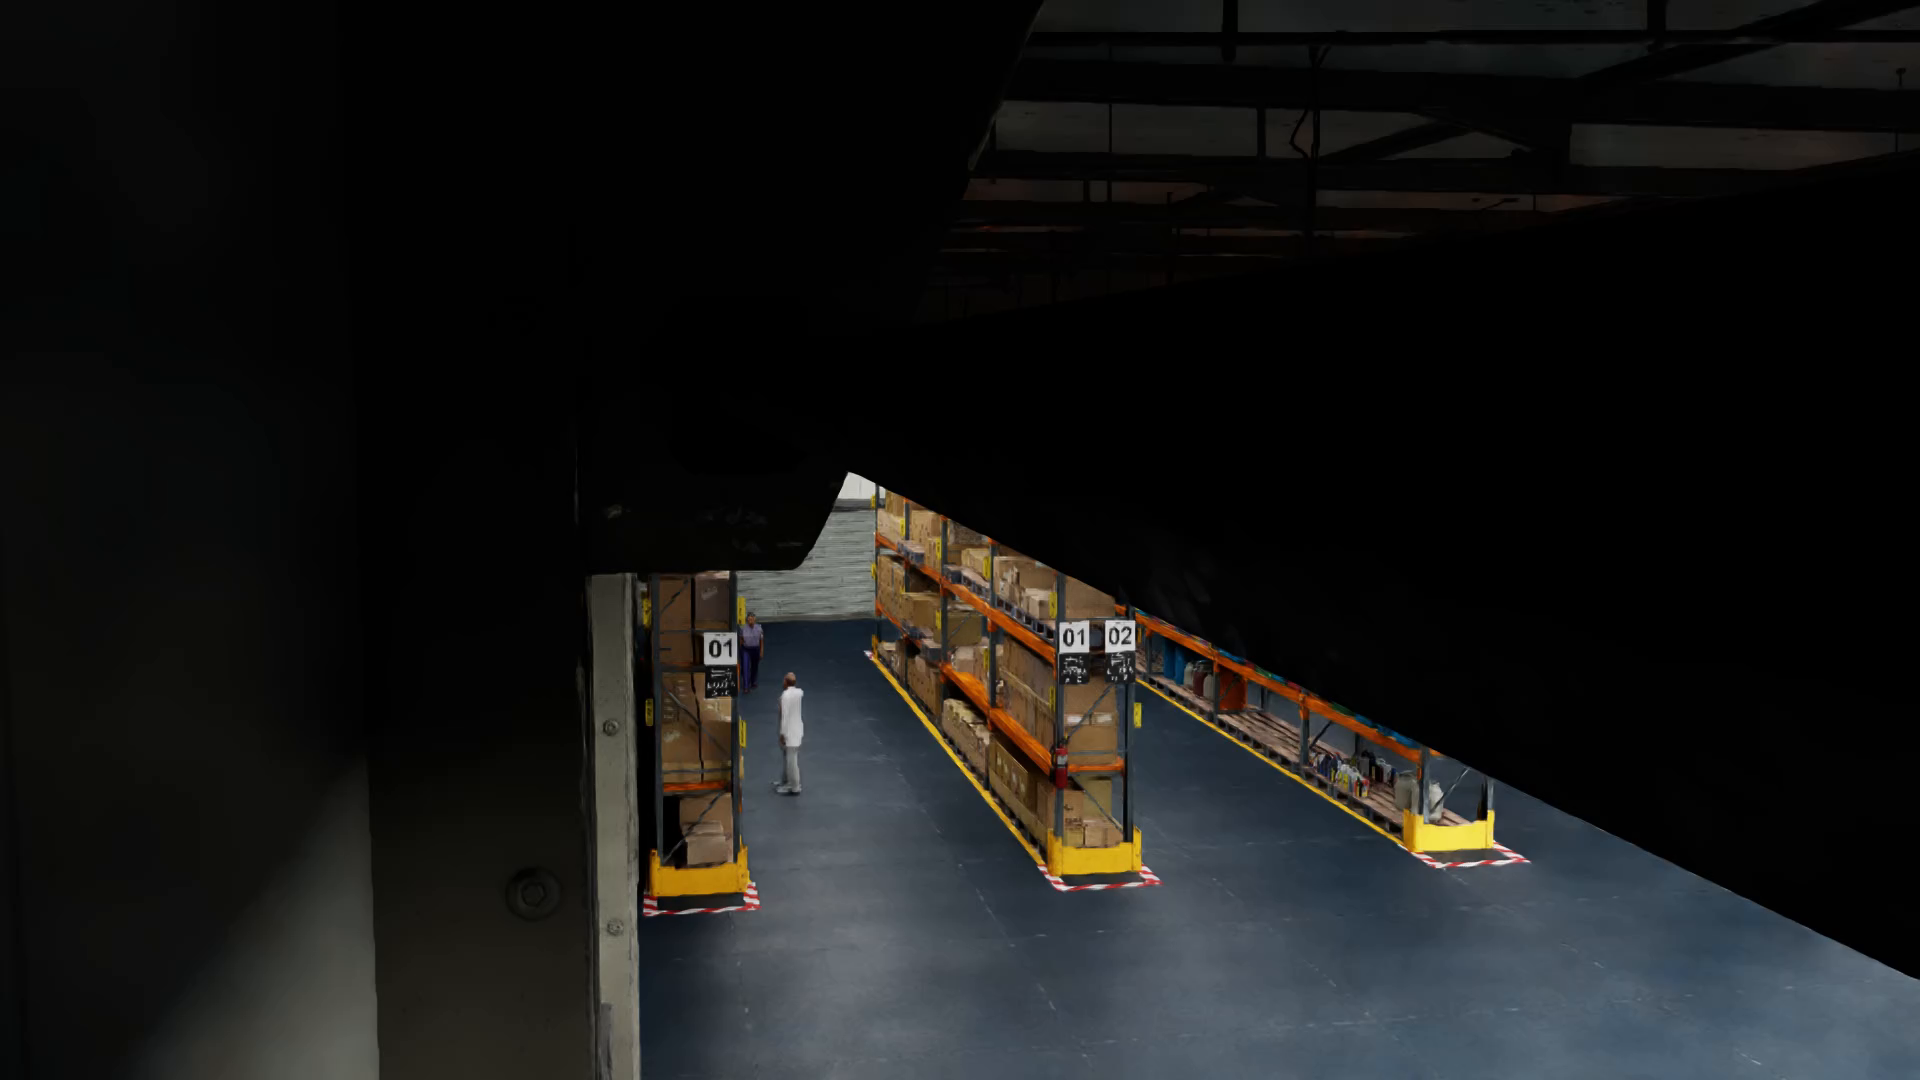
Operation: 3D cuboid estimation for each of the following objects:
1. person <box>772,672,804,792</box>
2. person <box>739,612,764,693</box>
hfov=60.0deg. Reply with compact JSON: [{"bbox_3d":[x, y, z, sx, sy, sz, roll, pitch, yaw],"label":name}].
[{"bbox_3d":[-2.606,2.867,24.991,0.543,1.782,0.632,2,6,20],"label":"person"},{"bbox_3d":[-4.102,2.179,32.745,0.478,1.567,1.093,-1,6,-13],"label":"person"}]
